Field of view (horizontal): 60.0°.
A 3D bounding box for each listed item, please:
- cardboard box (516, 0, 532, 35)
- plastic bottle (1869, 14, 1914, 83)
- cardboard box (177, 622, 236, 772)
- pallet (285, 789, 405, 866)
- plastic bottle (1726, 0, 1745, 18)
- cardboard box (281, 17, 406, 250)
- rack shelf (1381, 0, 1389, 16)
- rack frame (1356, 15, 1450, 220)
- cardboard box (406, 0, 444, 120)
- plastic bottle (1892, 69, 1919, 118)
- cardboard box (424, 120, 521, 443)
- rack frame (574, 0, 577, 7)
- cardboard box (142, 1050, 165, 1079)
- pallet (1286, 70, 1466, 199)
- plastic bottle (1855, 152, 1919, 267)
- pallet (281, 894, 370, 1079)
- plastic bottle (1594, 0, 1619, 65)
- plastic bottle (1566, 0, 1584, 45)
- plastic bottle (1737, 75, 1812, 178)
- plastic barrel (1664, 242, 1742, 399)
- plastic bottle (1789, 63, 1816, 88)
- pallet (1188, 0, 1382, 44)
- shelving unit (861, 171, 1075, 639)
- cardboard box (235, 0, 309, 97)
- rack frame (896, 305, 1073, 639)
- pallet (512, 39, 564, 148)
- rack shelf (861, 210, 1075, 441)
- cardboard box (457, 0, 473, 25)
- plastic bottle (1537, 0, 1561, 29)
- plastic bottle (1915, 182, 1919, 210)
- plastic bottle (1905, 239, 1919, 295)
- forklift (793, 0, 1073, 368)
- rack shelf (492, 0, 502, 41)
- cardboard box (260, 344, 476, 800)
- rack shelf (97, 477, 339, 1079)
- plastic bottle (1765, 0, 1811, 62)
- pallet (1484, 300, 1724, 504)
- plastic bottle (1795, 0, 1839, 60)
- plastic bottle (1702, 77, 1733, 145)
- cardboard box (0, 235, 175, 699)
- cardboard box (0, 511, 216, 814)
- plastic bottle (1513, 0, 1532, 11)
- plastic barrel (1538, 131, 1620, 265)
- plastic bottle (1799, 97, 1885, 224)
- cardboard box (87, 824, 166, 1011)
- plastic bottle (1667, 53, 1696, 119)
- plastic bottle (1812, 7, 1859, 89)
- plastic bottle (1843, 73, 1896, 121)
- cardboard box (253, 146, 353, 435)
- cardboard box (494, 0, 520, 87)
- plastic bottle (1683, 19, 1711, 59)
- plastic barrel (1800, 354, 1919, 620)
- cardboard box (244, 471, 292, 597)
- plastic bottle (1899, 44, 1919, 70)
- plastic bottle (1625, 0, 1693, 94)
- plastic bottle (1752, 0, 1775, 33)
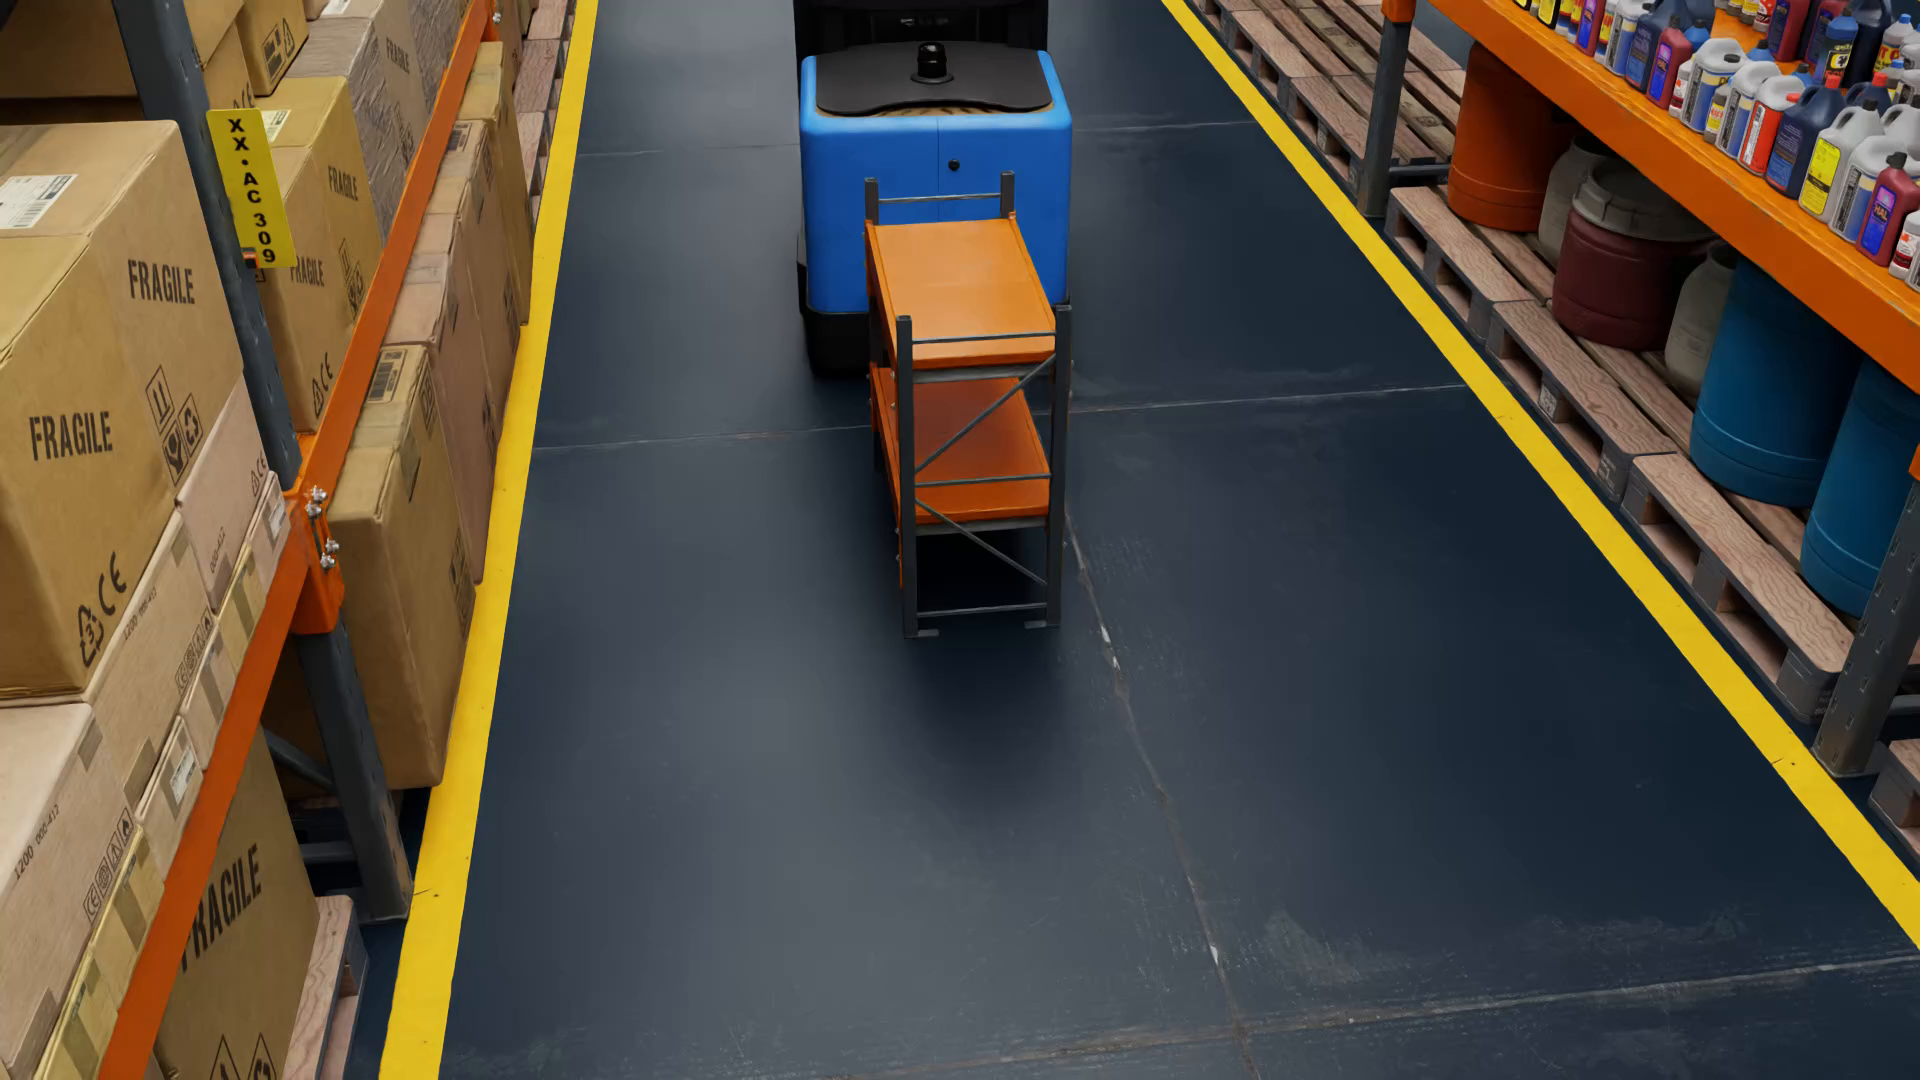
[{"bbox_3d":[-2.901,-3.251,9.686,0.700,0.500,0.500,-5,35,-7],"label":"cardboard box"},{"bbox_3d":[3.135,-1.626,5.587,0.097,0.271,0.097,0,34,0],"label":"plastic bottle"},{"bbox_3d":[-1.497,0.286,2.889,0.380,0.149,0.250,-5,35,-7],"label":"cardboard box"},{"bbox_3d":[-2.110,0.478,4.861,1.003,0.211,1.213,-4,35,-6],"label":"pallet"},{"bbox_3d":[3.010,-2.115,6.367,0.097,0.201,0.097,0,34,0],"label":"plastic bottle"},{"bbox_3d":[-1.881,-1.126,4.650,0.500,0.500,0.500,-5,35,-7],"label":"cardboard box"},{"bbox_3d":[2.170,-3.676,9.119,1.077,0.370,4.000,-4,35,-6],"label":"rack shelf"},{"bbox_3d":[2.439,-2.857,7.279,1.000,3.000,0.127,-4,35,-6],"label":"rack frame"},{"bbox_3d":[-2.023,-1.698,5.490,0.500,0.500,0.500,-5,35,-8],"label":"cardboard box"},{"bbox_3d":[3.017,-1.366,5.201,0.152,0.276,0.135,-4,35,-6],"label":"plastic bottle"},{"bbox_3d":[-2.285,-0.893,5.910,1.225,0.875,0.875,-4,35,-6],"label":"cardboard box"},{"bbox_3d":[-3.007,-4.714,10.004,1.000,3.000,0.127,-4,35,-6],"label":"rack frame"},{"bbox_3d":[-1.801,1.331,2.647,0.875,0.875,0.875,-4,35,-6],"label":"cardboard box"},{"bbox_3d":[2.373,-2.140,8.703,1.003,0.211,1.213,-4,35,-6],"label":"pallet"},{"bbox_3d":[2.527,-0.898,4.507,0.061,0.283,0.133,-4,35,-6],"label":"plastic bottle"},{"bbox_3d":[-1.907,1.333,3.607,1.003,0.211,1.213,-4,35,-6],"label":"pallet"},{"bbox_3d":[2.320,-1.826,5.881,0.097,0.271,0.097,0,34,0],"label":"plastic bottle"},{"bbox_3d":[2.289,-1.955,6.070,0.097,0.271,0.097,0,34,0],"label":"plastic bottle"},{"bbox_3d":[2.486,-1.254,5.037,0.152,0.276,0.135,-4,35,-6],"label":"plastic bottle"},{"bbox_3d":[2.838,-0.792,6.085,0.421,0.512,0.421,0,34,0],"label":"plastic barrel"},{"bbox_3d":[2.589,-1.347,5.178,0.097,0.271,0.097,0,34,0],"label":"plastic bottle"},{"bbox_3d":[2.045,-3.501,10.700,1.003,0.211,1.213,-4,35,-6],"label":"pallet"},{"bbox_3d":[0.001,-0.461,5.428,0.538,1.125,1.048,-4,35,-6],"label":"shelving unit"},{"bbox_3d":[-2.106,-1.445,4.227,0.797,0.503,0.637,-4,34,-6],"label":"cardboard box"},{"bbox_3d":[0.069,-0.177,5.011,0.500,1.125,0.032,-4,35,-6],"label":"rack frame"},{"bbox_3d":[-2.734,-2.445,9.150,1.003,0.211,1.213,-4,35,-6],"label":"pallet"},{"bbox_3d":[0.001,-0.703,5.263,0.538,0.278,1.000,-4,35,-6],"label":"rack shelf"},{"bbox_3d":[-2.157,-2.266,6.323,0.500,0.500,0.500,-3,34,-5],"label":"cardboard box"},{"bbox_3d":[2.243,-2.078,6.239,0.061,0.283,0.133,-4,35,-6],"label":"plastic bottle"},{"bbox_3d":[2.603,-0.880,4.554,0.097,0.201,0.097,0,34,0],"label":"plastic bottle"},{"bbox_3d":[2.603,-0.769,4.325,0.152,0.276,0.135,-4,35,-6],"label":"plastic bottle"},{"bbox_3d":[-0.185,-2.704,7.115,1.130,2.935,3.031,-2,34,-3],"label":"forklift"},{"bbox_3d":[-2.738,-3.301,8.568,1.077,0.370,4.000,-4,35,-6],"label":"rack shelf"},{"bbox_3d":[-2.037,0.099,4.455,1.225,0.875,0.875,-4,35,-6],"label":"cardboard box"},{"bbox_3d":[-1.662,1.164,2.018,1.077,0.370,4.000,-4,35,-6],"label":"rack shelf"},{"bbox_3d":[2.951,-1.863,5.924,0.061,0.283,0.133,-4,35,-6],"label":"plastic bottle"},{"bbox_3d":[2.747,-0.588,6.426,1.003,0.211,1.213,-4,35,-6],"label":"pallet"},{"bbox_3d":[3.050,-1.913,5.938,0.144,0.351,0.185,-4,35,-6],"label":"plastic bottle"},{"bbox_3d":[2.425,-1.361,5.260,0.097,0.201,0.097,0,34,0],"label":"plastic bottle"},{"bbox_3d":[-1.541,-0.104,2.443,0.500,0.500,0.500,-4,34,-6],"label":"cardboard box"},{"bbox_3d":[-1.540,0.205,2.655,0.500,0.250,0.500,-3,34,-5],"label":"cardboard box"},{"bbox_3d":[2.212,-2.206,6.428,0.061,0.283,0.133,-4,35,-6],"label":"plastic bottle"},{"bbox_3d":[2.686,-1.422,7.010,0.421,0.512,0.421,0,34,0],"label":"plastic barrel"},{"bbox_3d":[2.529,-1.093,4.733,0.144,0.351,0.185,-4,35,-6],"label":"plastic bottle"},{"bbox_3d":[-1.427,0.574,2.468,0.380,0.149,0.250,-4,34,-5],"label":"cardboard box"},{"bbox_3d":[2.394,-1.491,5.450,0.097,0.201,0.097,0,34,0],"label":"plastic bottle"},{"bbox_3d":[2.979,-1.669,5.650,0.097,0.271,0.097,0,34,0],"label":"plastic bottle"},{"bbox_3d":[2.647,-1.207,4.901,0.144,0.351,0.185,-4,35,-6],"label":"plastic bottle"},{"bbox_3d":[-1.746,-0.567,3.829,0.500,0.500,0.500,-4,35,-6],"label":"cardboard box"},{"bbox_3d":[-2.750,-2.627,8.771,0.700,0.500,0.500,-2,34,-2],"label":"cardboard box"},{"bbox_3d":[2.437,-1.599,5.546,0.097,0.271,0.097,0,34,0],"label":"plastic bottle"},{"bbox_3d":[2.920,-0.236,4.923,0.600,0.901,0.708,-4,35,-6],"label":"plastic barrel"},{"bbox_3d":[-1.566,0.000,3.310,0.380,0.149,0.250,-4,34,-6],"label":"cardboard box"},{"bbox_3d":[3.136,-1.507,5.408,0.152,0.276,0.135,-4,35,-6],"label":"plastic bottle"},{"bbox_3d":[2.381,-1.707,5.635,0.144,0.351,0.185,-4,35,-6],"label":"plastic bottle"},{"bbox_3d":[3.036,-2.007,6.207,0.097,0.201,0.097,0,34,0],"label":"plastic bottle"}]
